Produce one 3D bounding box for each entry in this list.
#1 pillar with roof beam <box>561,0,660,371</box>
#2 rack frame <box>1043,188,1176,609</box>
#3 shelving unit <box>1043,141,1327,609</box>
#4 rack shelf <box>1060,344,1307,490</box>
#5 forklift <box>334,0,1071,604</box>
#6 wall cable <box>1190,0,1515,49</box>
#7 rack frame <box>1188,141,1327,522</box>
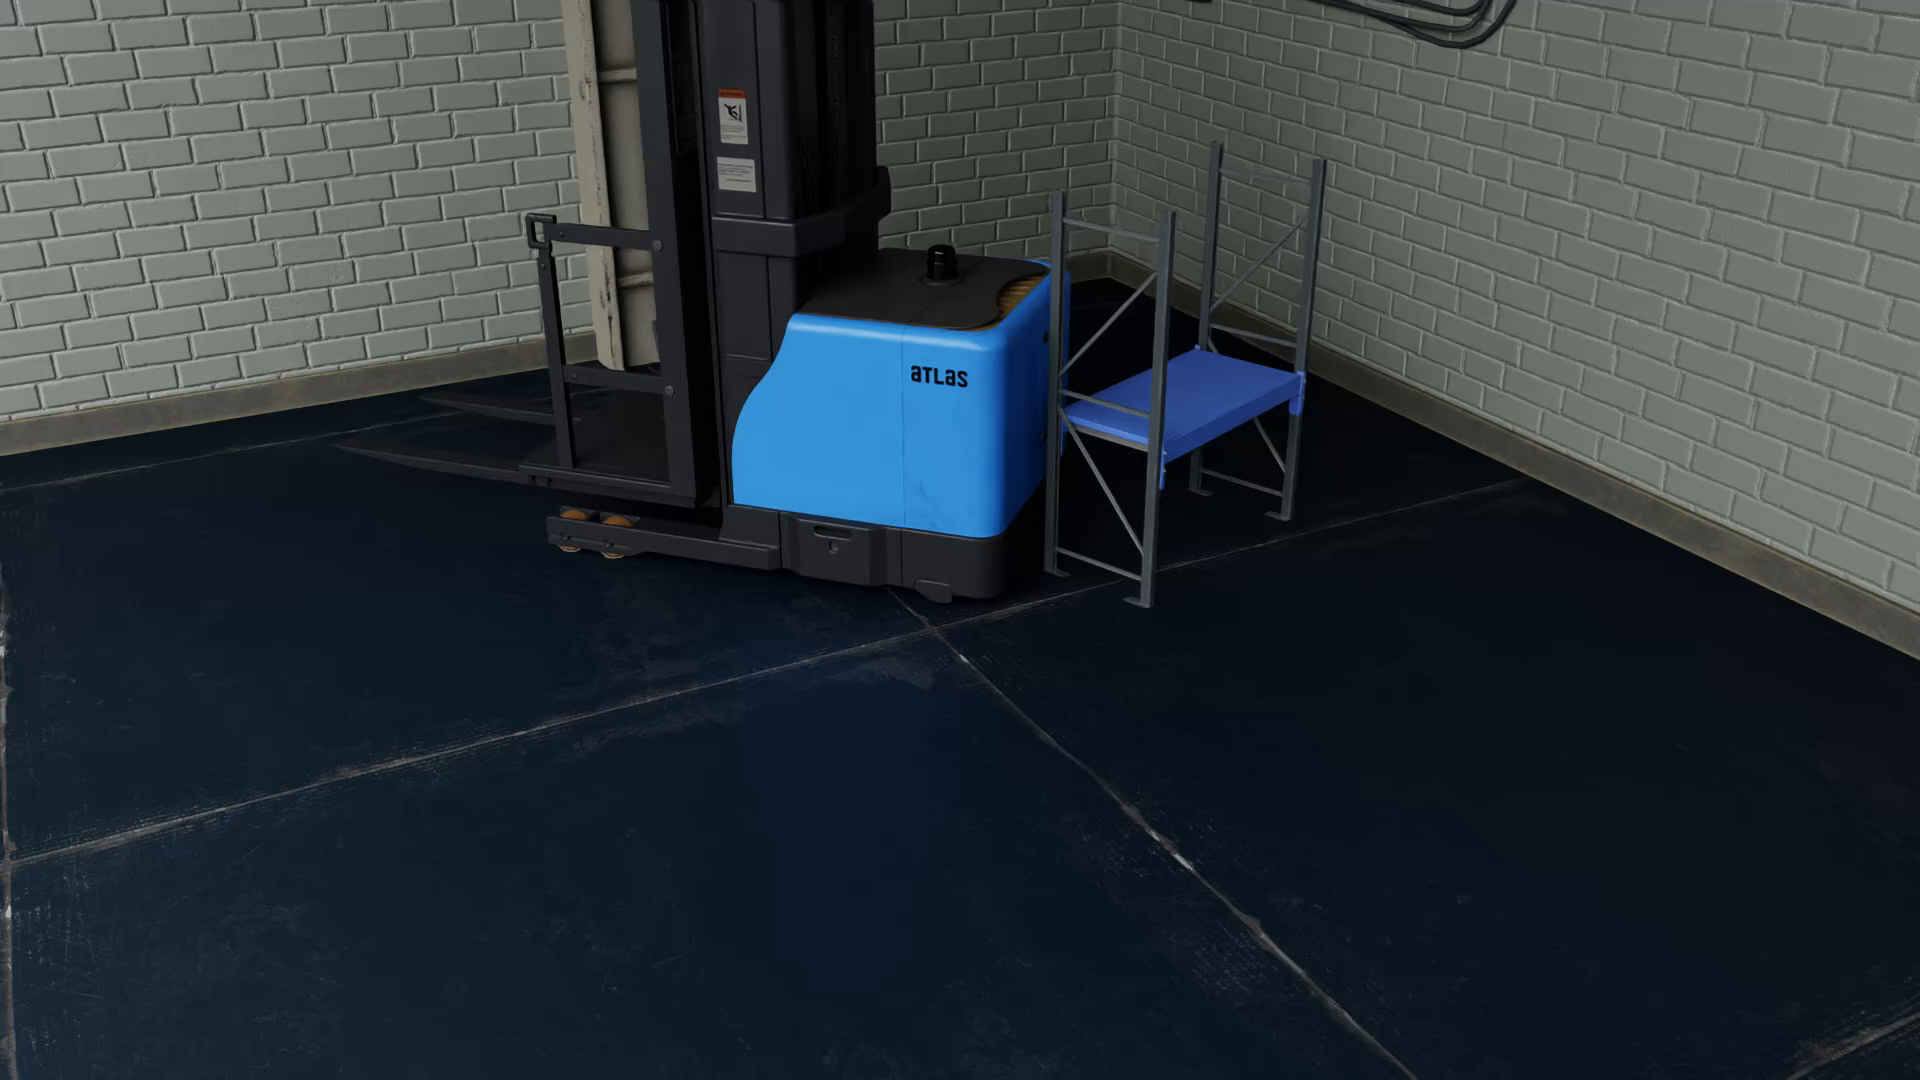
[{"bbox_3d":[0.360,-3.354,3.339,0.400,9.000,9.100,-13,29,-25],"label":"pillar with roof beam"},{"bbox_3d":[0.526,-0.493,6.044,0.500,1.500,0.032,20,32,36],"label":"rack frame"},{"bbox_3d":[0.857,-0.660,6.392,0.538,1.500,1.048,20,32,36],"label":"shelving unit"},{"bbox_3d":[0.857,-0.498,6.470,0.538,0.185,1.000,20,32,36],"label":"rack shelf"},{"bbox_3d":[-1.126,-1.452,6.387,3.031,2.935,1.130,8,27,17],"label":"forklift"},{"bbox_3d":[1.556,-3.693,7.633,0.112,2.526,3.097,-13,29,-25],"label":"wall cable"},{"bbox_3d":[1.188,-0.827,6.740,0.500,1.500,0.032,20,32,36],"label":"rack frame"}]
